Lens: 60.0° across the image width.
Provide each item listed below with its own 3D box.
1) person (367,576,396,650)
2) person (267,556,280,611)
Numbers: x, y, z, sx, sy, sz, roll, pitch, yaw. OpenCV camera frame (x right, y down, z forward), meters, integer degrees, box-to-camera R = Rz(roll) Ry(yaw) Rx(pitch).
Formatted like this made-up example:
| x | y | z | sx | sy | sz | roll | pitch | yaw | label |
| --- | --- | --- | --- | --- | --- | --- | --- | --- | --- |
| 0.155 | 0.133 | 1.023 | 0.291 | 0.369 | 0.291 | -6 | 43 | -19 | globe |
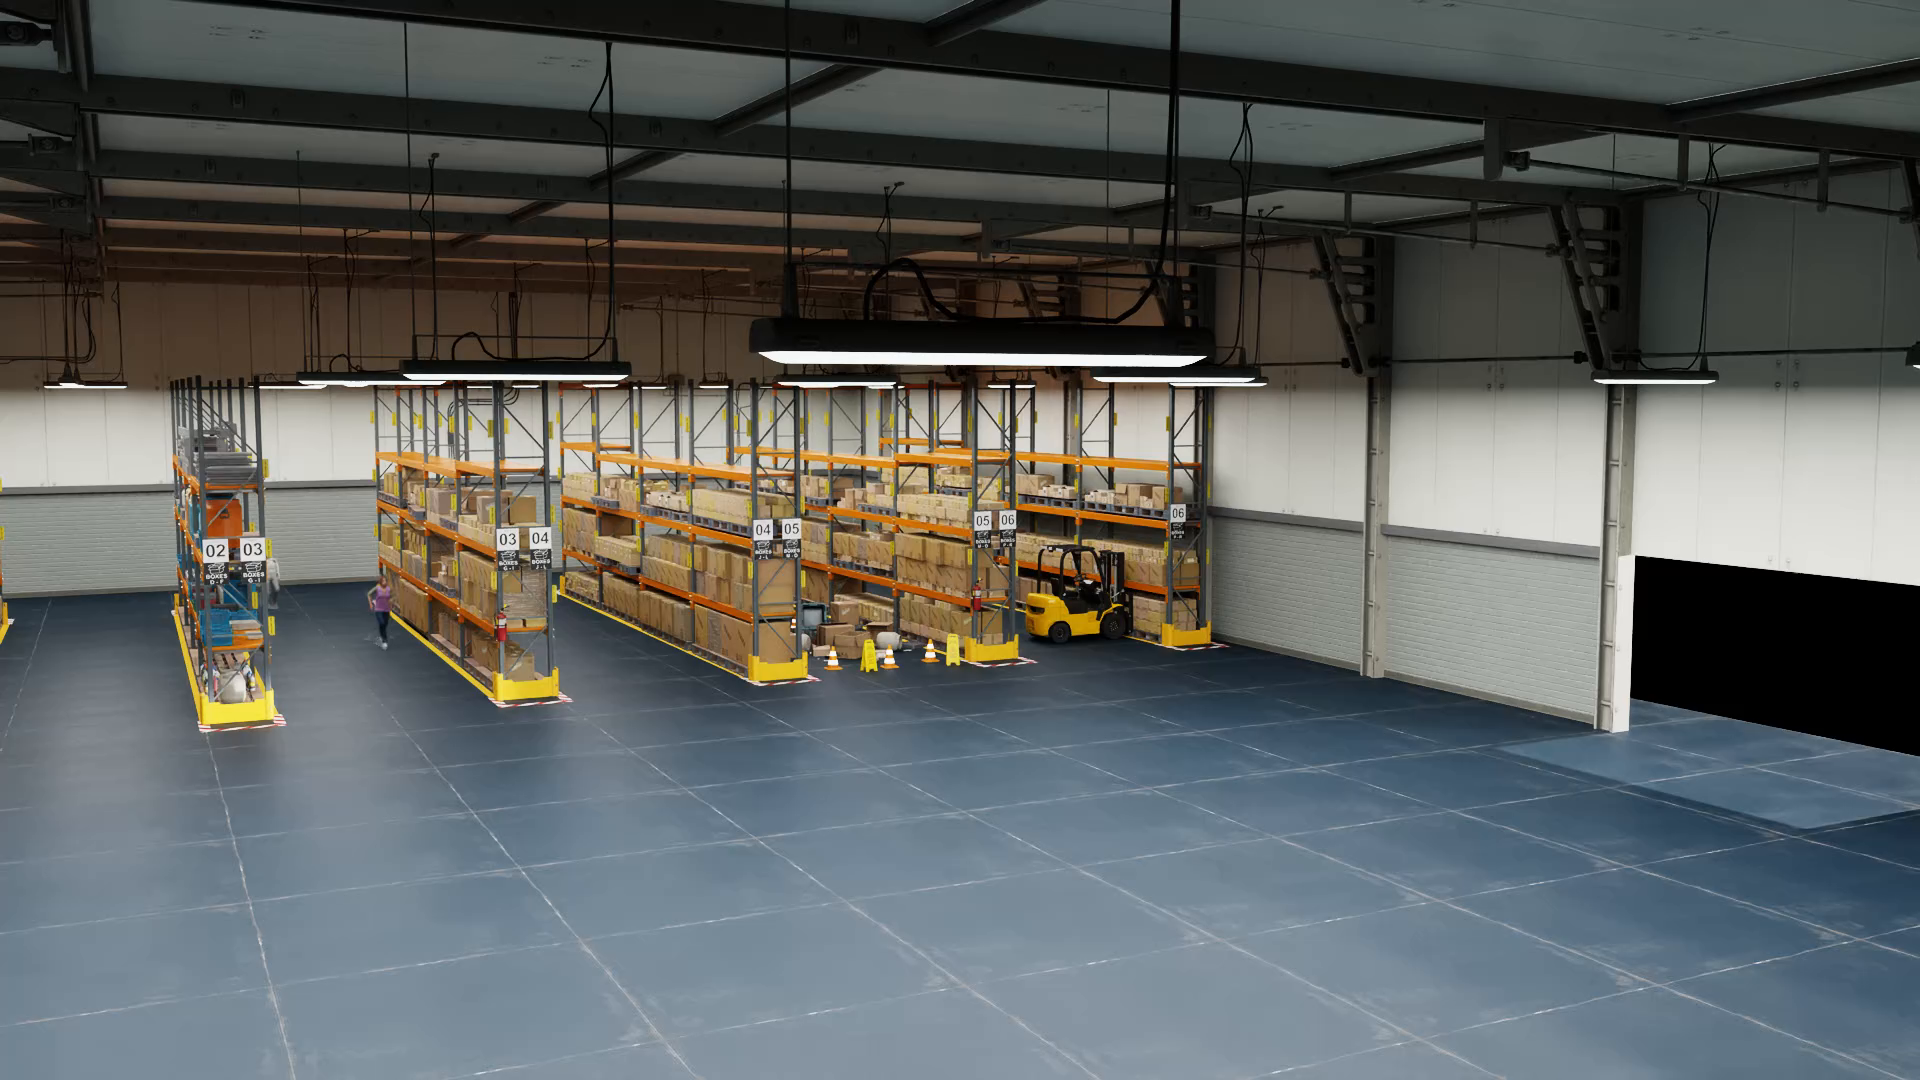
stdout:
| x | y | z | sx | sy | sz | roll | pitch | yaw | label |
| --- | --- | --- | --- | --- | --- | --- | --- | --- | --- |
| -12.963 | 1.608 | 37.287 | 0.571 | 1.621 | 0.869 | -3 | 6 | -34 | person |
| -18.130 | 1.016 | 43.657 | 0.541 | 1.699 | 0.655 | -4 | 6 | -36 | person |
